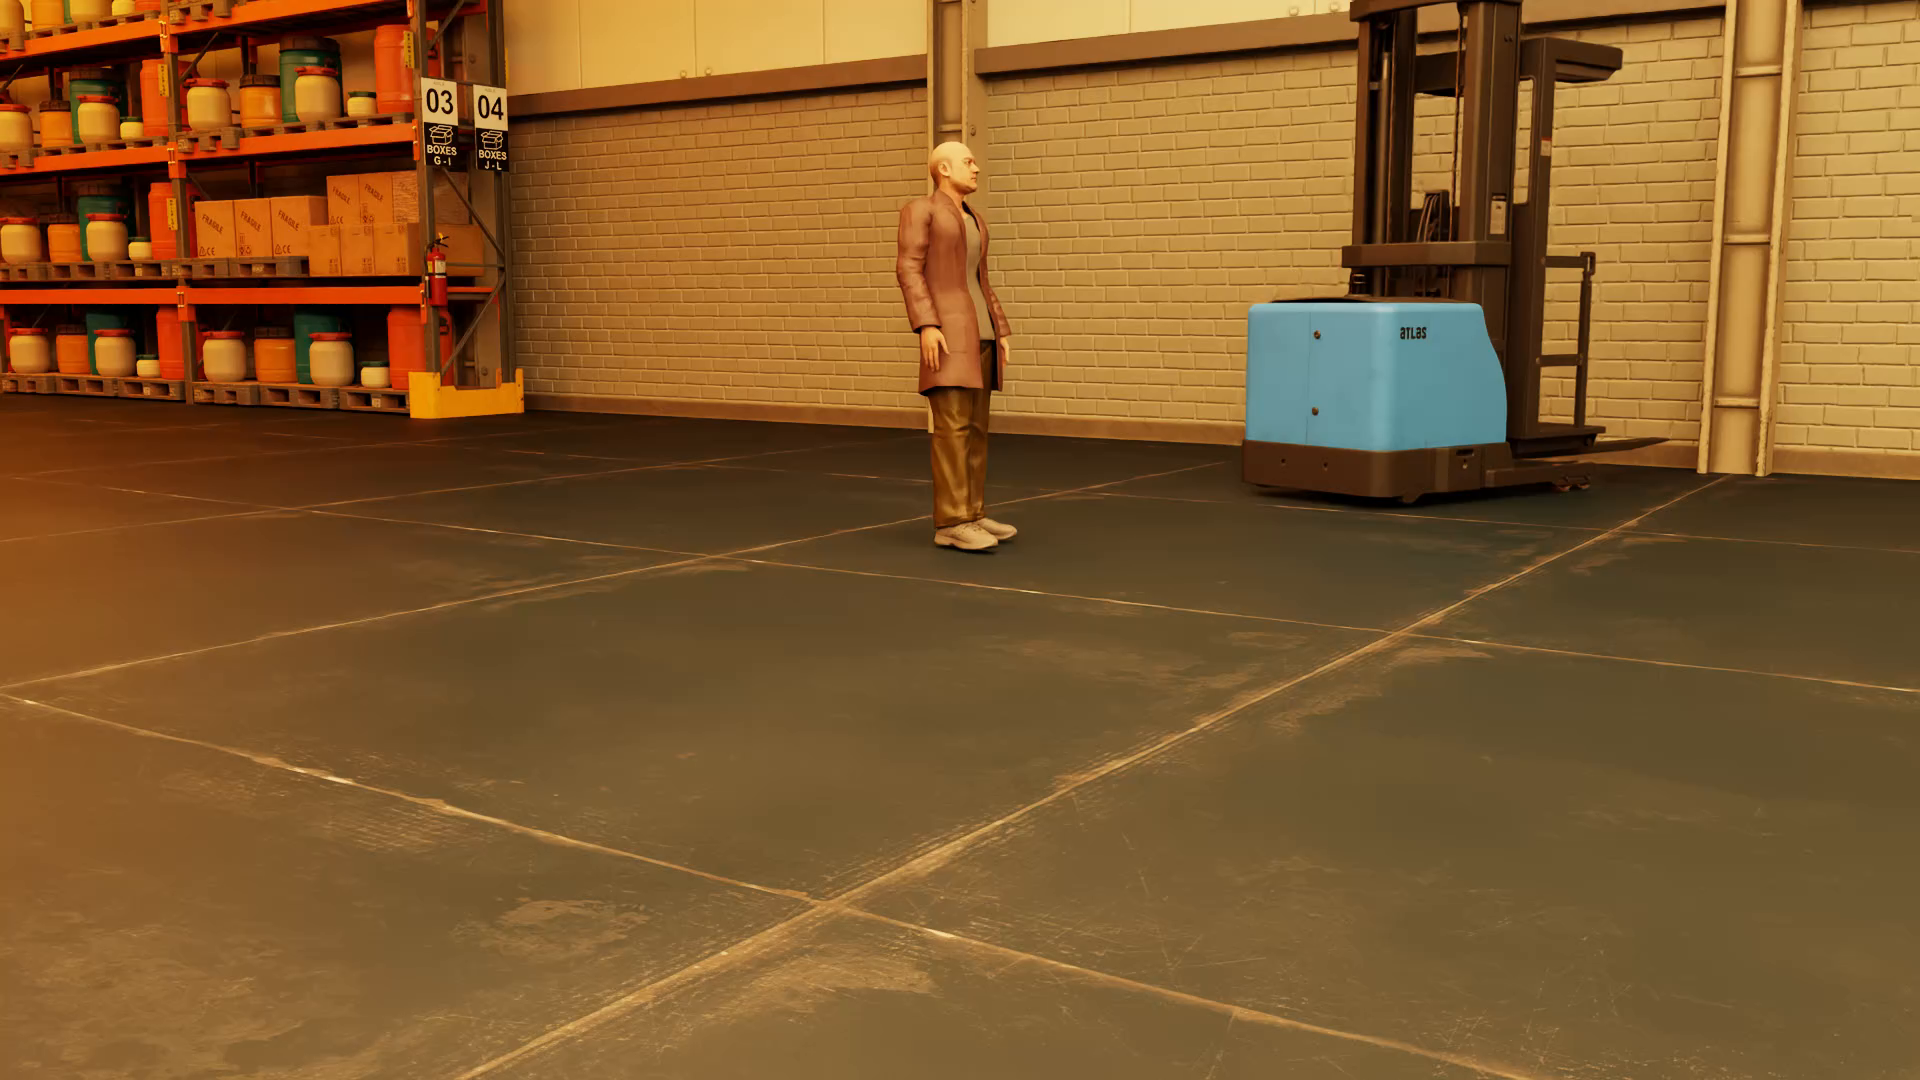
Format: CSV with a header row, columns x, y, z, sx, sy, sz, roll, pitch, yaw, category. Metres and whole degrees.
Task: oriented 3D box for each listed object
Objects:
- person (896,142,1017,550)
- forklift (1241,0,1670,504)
x,y,z,sx,sy,sz,roll,pitch,yaw,category
0.074,-0.879,7.423,0.579,1.777,0.696,5,10,34,person
3.078,-1.780,9.709,3.031,2.935,1.130,-6,10,-36,forklift
